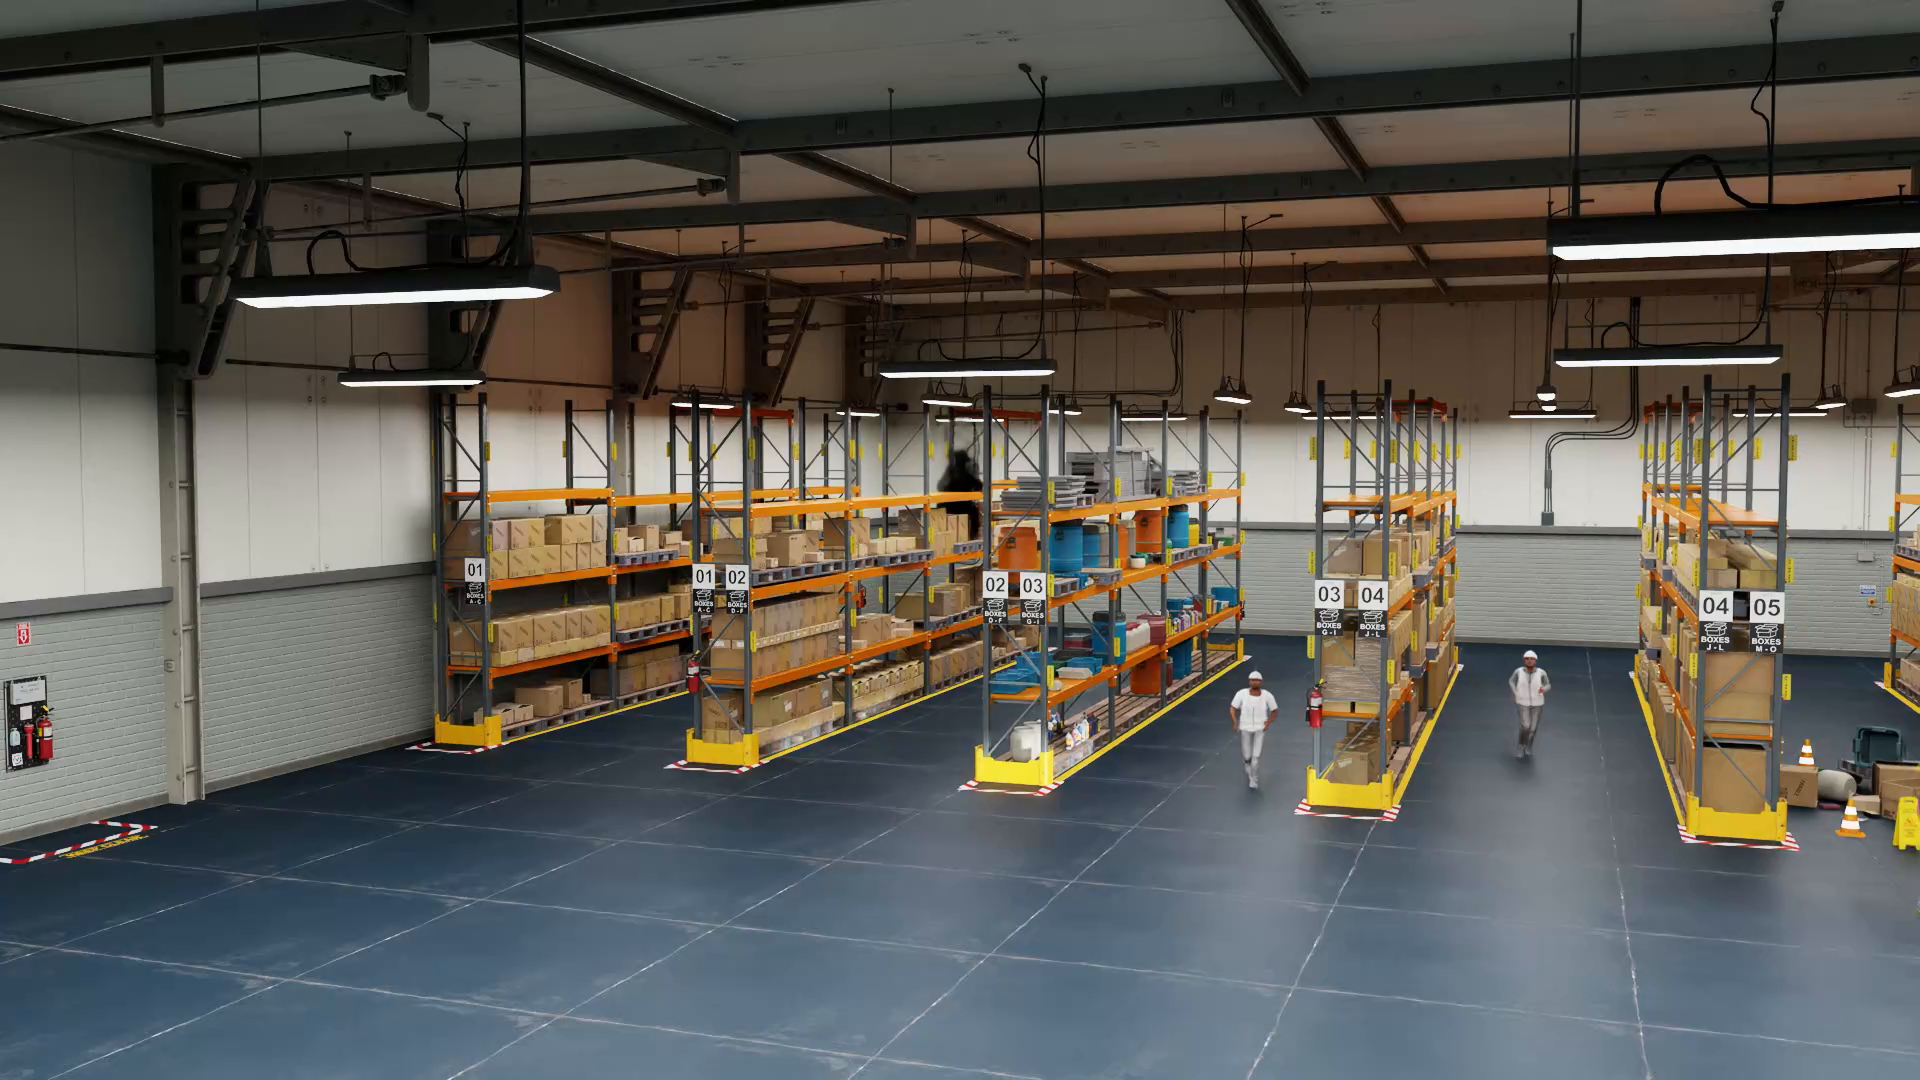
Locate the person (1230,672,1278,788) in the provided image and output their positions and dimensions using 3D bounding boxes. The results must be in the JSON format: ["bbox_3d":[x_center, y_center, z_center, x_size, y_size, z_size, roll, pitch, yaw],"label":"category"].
[{"bbox_3d":[9.659,3.244,16.981,13.762,1.722,14.567,1,3,10],"label":"person"}]

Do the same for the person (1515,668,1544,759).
[{"bbox_3d":[9.281,2.825,27.099,0.447,1.515,0.617,1,3,12],"label":"person"}]
